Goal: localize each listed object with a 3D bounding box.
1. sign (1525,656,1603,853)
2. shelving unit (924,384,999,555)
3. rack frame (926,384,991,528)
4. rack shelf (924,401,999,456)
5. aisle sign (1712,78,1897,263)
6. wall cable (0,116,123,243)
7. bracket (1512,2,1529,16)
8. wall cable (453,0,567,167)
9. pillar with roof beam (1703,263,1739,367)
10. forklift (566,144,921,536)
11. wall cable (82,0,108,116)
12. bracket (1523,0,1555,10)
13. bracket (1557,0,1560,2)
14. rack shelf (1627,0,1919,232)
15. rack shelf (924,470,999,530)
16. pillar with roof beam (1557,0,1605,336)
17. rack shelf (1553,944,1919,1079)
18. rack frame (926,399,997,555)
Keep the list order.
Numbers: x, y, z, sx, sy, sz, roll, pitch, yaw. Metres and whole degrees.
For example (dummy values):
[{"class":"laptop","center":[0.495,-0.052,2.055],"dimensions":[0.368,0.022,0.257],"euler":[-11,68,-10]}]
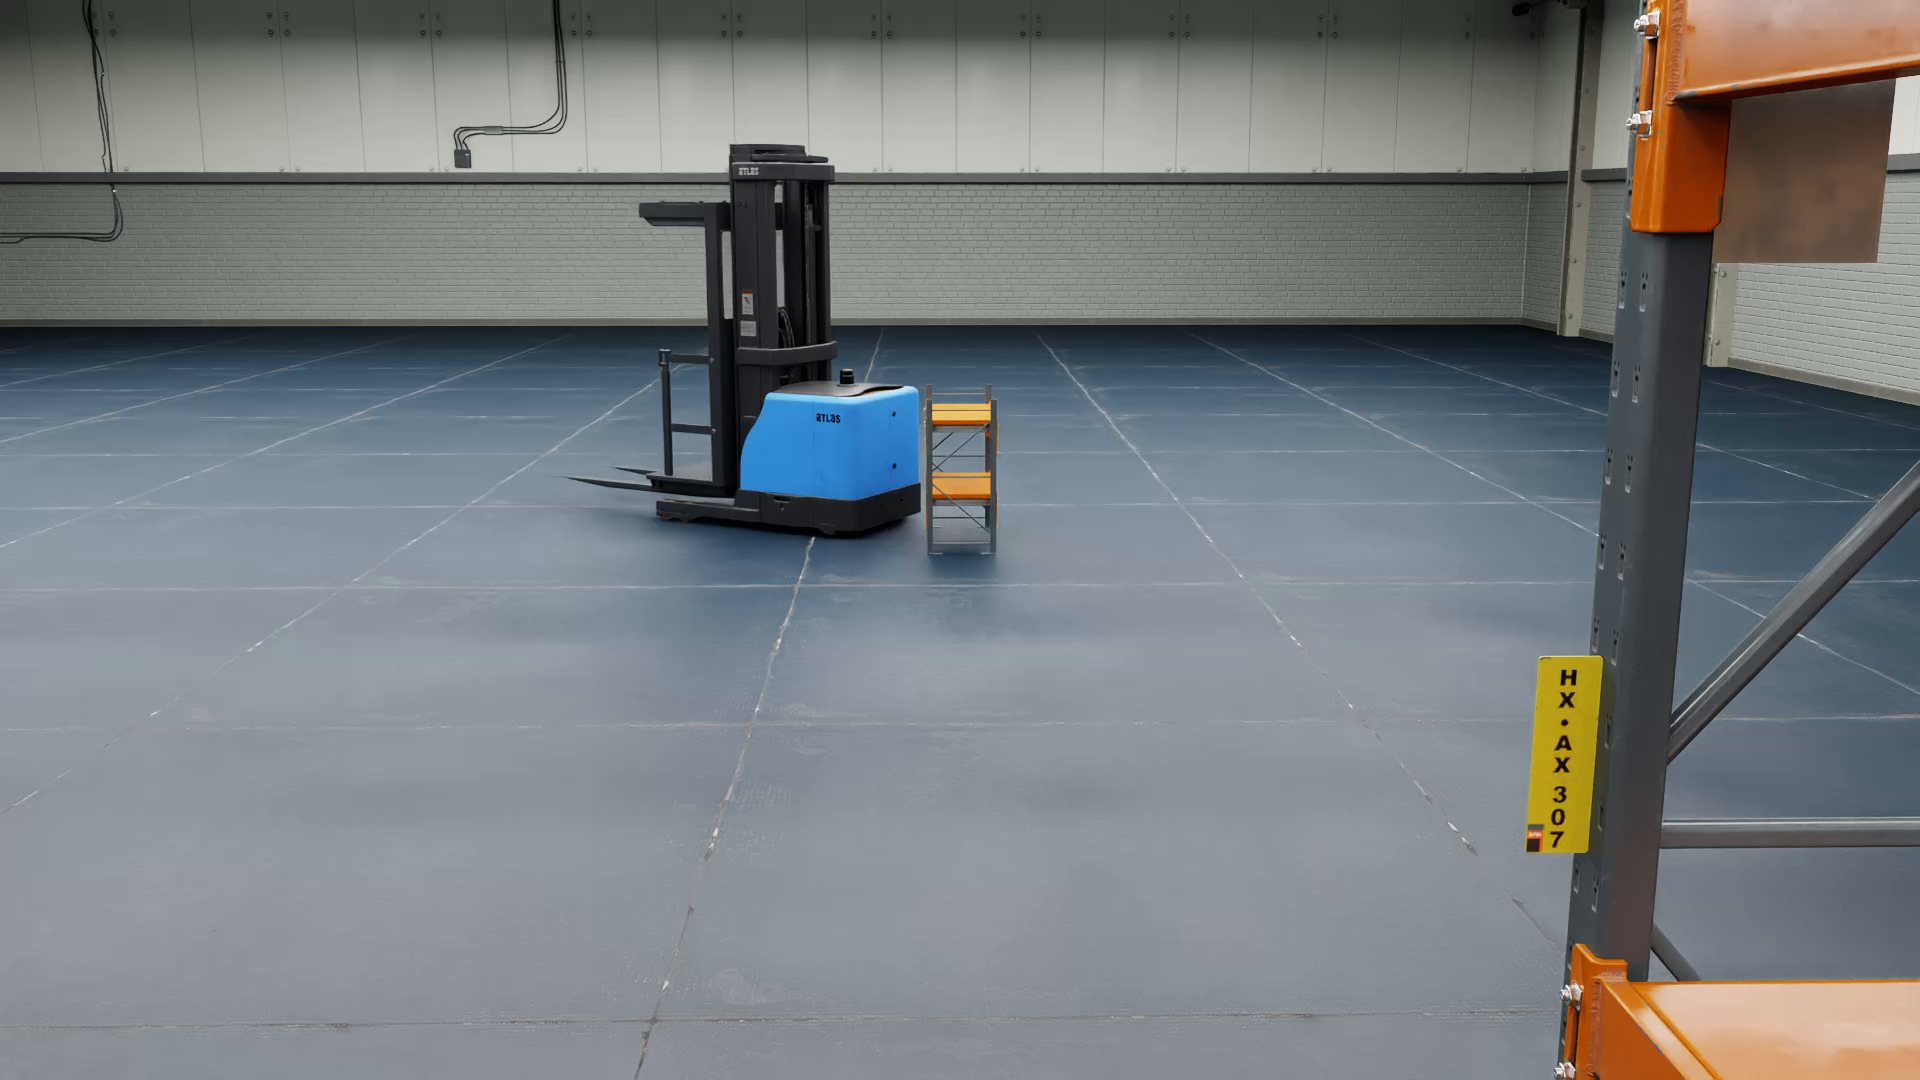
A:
[{"class":"sign","center":[0.956,0.342,2.635],"dimensions":[0.100,0.325,0.005],"euler":[0,11,-1]},{"class":"shelving unit","center":[0.000,-0.550,12.441],"dimensions":[0.538,1.125,1.048],"euler":[0,11,-1]},{"class":"rack frame","center":[-0.010,-0.651,12.939],"dimensions":[0.500,1.125,0.032],"euler":[0,11,-1]},{"class":"rack shelf","center":[0.000,-0.837,12.382],"dimensions":[0.538,0.278,1.000],"euler":[0,11,-1]},{"class":"aisle sign","center":[1.212,-0.811,2.475],"dimensions":[0.394,0.787,0.004],"euler":[0,11,-1]},{"class":"wall cable","center":[-18.561,-7.273,33.584],"dimensions":[3.097,2.526,0.112],"euler":[0,11,-1]},{"class":"bracket","center":[11.258,-10.649,33.363],"dimensions":[0.235,0.232,0.430],"euler":[0,11,-1]},{"class":"wall cable","center":[-9.070,-10.497,33.114],"dimensions":[2.305,6.003,0.169],"euler":[0,11,-1]},{"class":"pillar with roof beam","center":[7.491,-7.122,25.034],"dimensions":[9.100,9.000,0.400],"euler":[0,11,-1]},{"class":"forklift","center":[-1.852,-1.659,13.365],"dimensions":[3.031,2.935,1.130],"euler":[6,13,29]},{"class":"wall cable","center":[-15.857,-9.759,33.137],"dimensions":[3.097,2.526,0.112],"euler":[0,11,-1]},{"class":"bracket","center":[11.270,-10.532,32.785],"dimensions":[0.076,0.066,3.189],"euler":[0,11,-1]},{"class":"bracket","center":[11.307,-10.178,31.041],"dimensions":[0.235,0.232,0.430],"euler":[0,11,-1]},{"class":"rack shelf","center":[1.548,-0.244,0.483],"dimensions":[1.077,0.370,4.000],"euler":[0,11,-1]},{"class":"rack shelf","center":[0.000,-0.310,12.489],"dimensions":[0.538,0.278,1.000],"euler":[0,11,-1]},{"class":"pillar with roof beam","center":[7.367,-8.315,30.913],"dimensions":[9.100,9.000,0.548],"euler":[0,11,-1]},{"class":"rack shelf","center":[1.548,1.226,0.781],"dimensions":[1.077,0.370,4.000],"euler":[0,11,-1]},{"class":"rack frame","center":[0.011,-0.449,11.943],"dimensions":[0.500,1.125,0.032],"euler":[0,11,-1]}]
